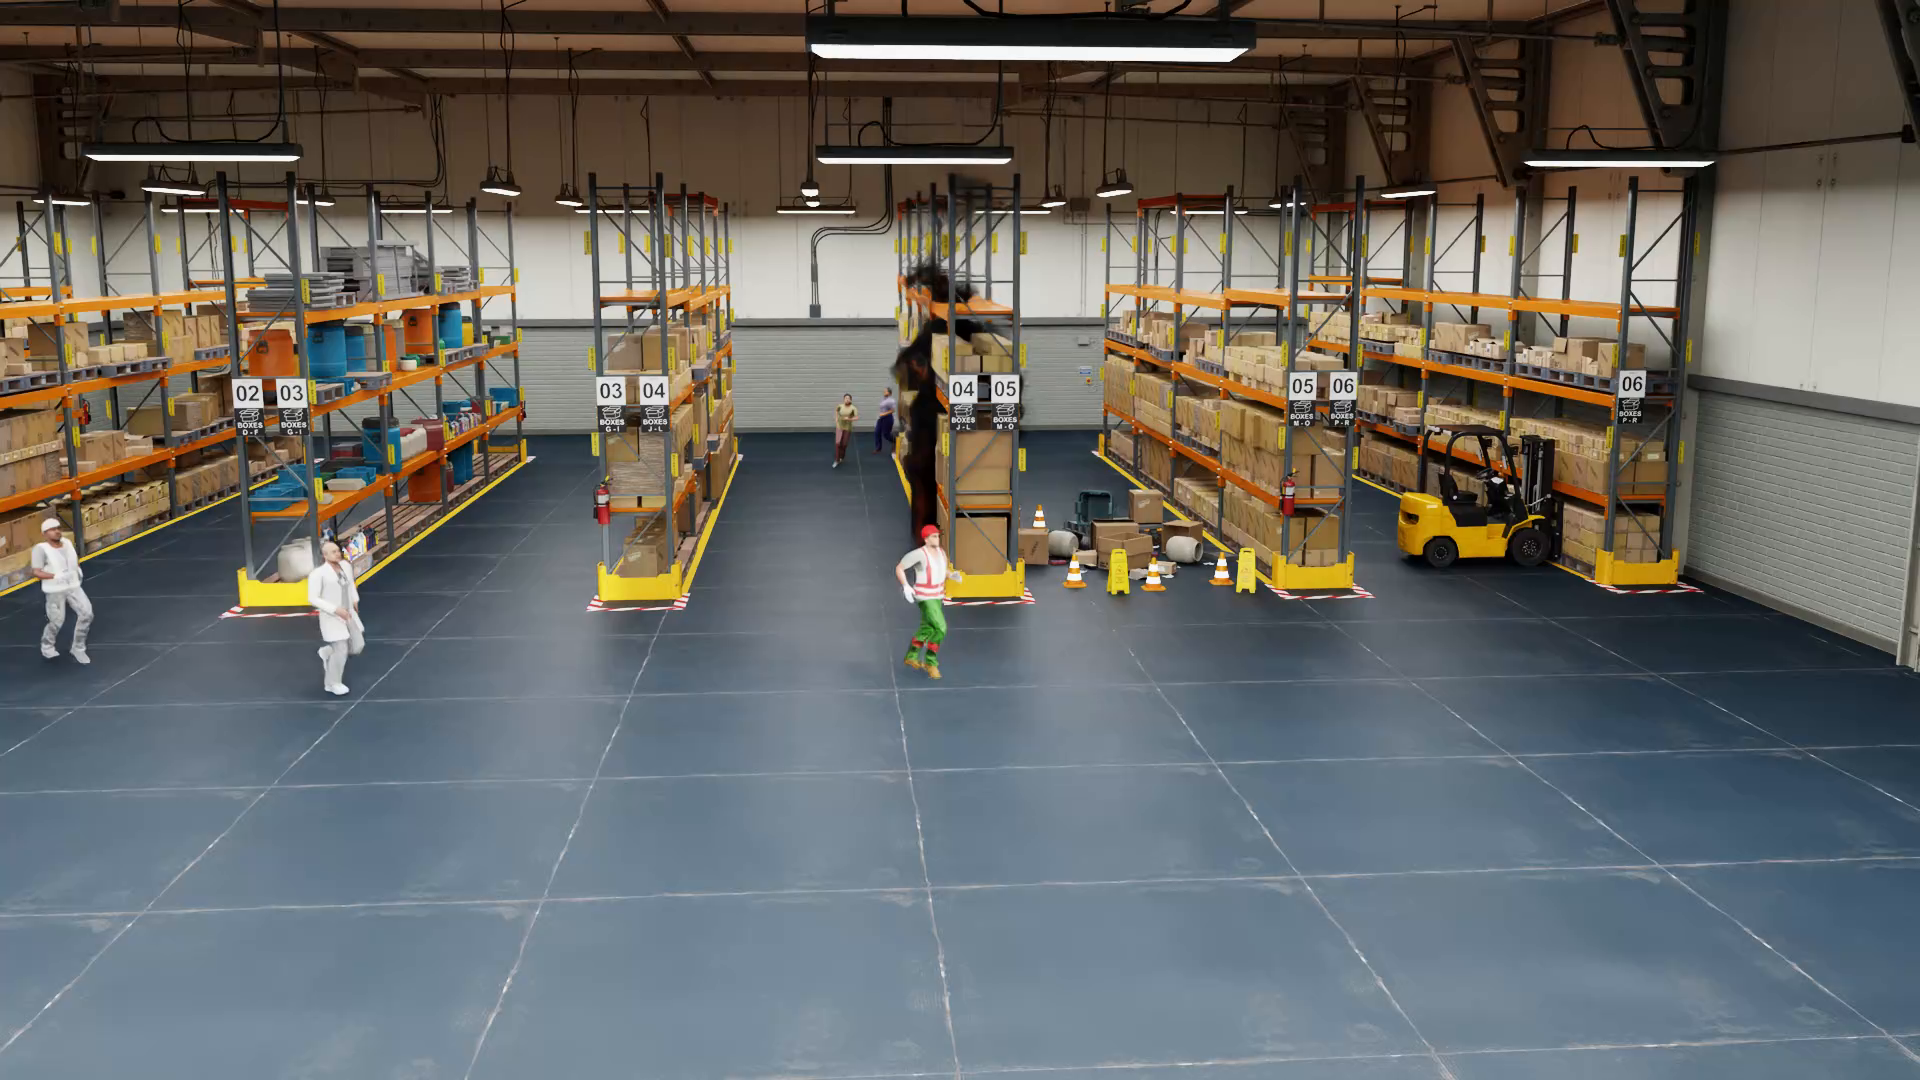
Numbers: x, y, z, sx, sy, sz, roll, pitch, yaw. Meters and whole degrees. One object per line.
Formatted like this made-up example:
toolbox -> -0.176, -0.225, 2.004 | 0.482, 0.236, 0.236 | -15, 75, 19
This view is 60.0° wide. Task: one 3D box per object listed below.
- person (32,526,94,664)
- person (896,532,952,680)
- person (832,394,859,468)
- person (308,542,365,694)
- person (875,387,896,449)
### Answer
person -> -10.872, 0.647, 20.155 | 0.750, 1.772, 0.691 | 6, 11, 28
person -> -0.412, 0.734, 19.617 | 0.611, 1.786, 0.637 | 6, 12, 31
person -> -2.619, -2.524, 38.325 | 0.599, 1.712, 0.780 | 0, 10, 2
person -> -7.000, 0.878, 18.757 | 0.639, 1.737, 0.728 | 5, 11, 28
person -> -1.738, -2.955, 40.527 | 0.666, 1.536, 0.625 | -6, 12, -29
